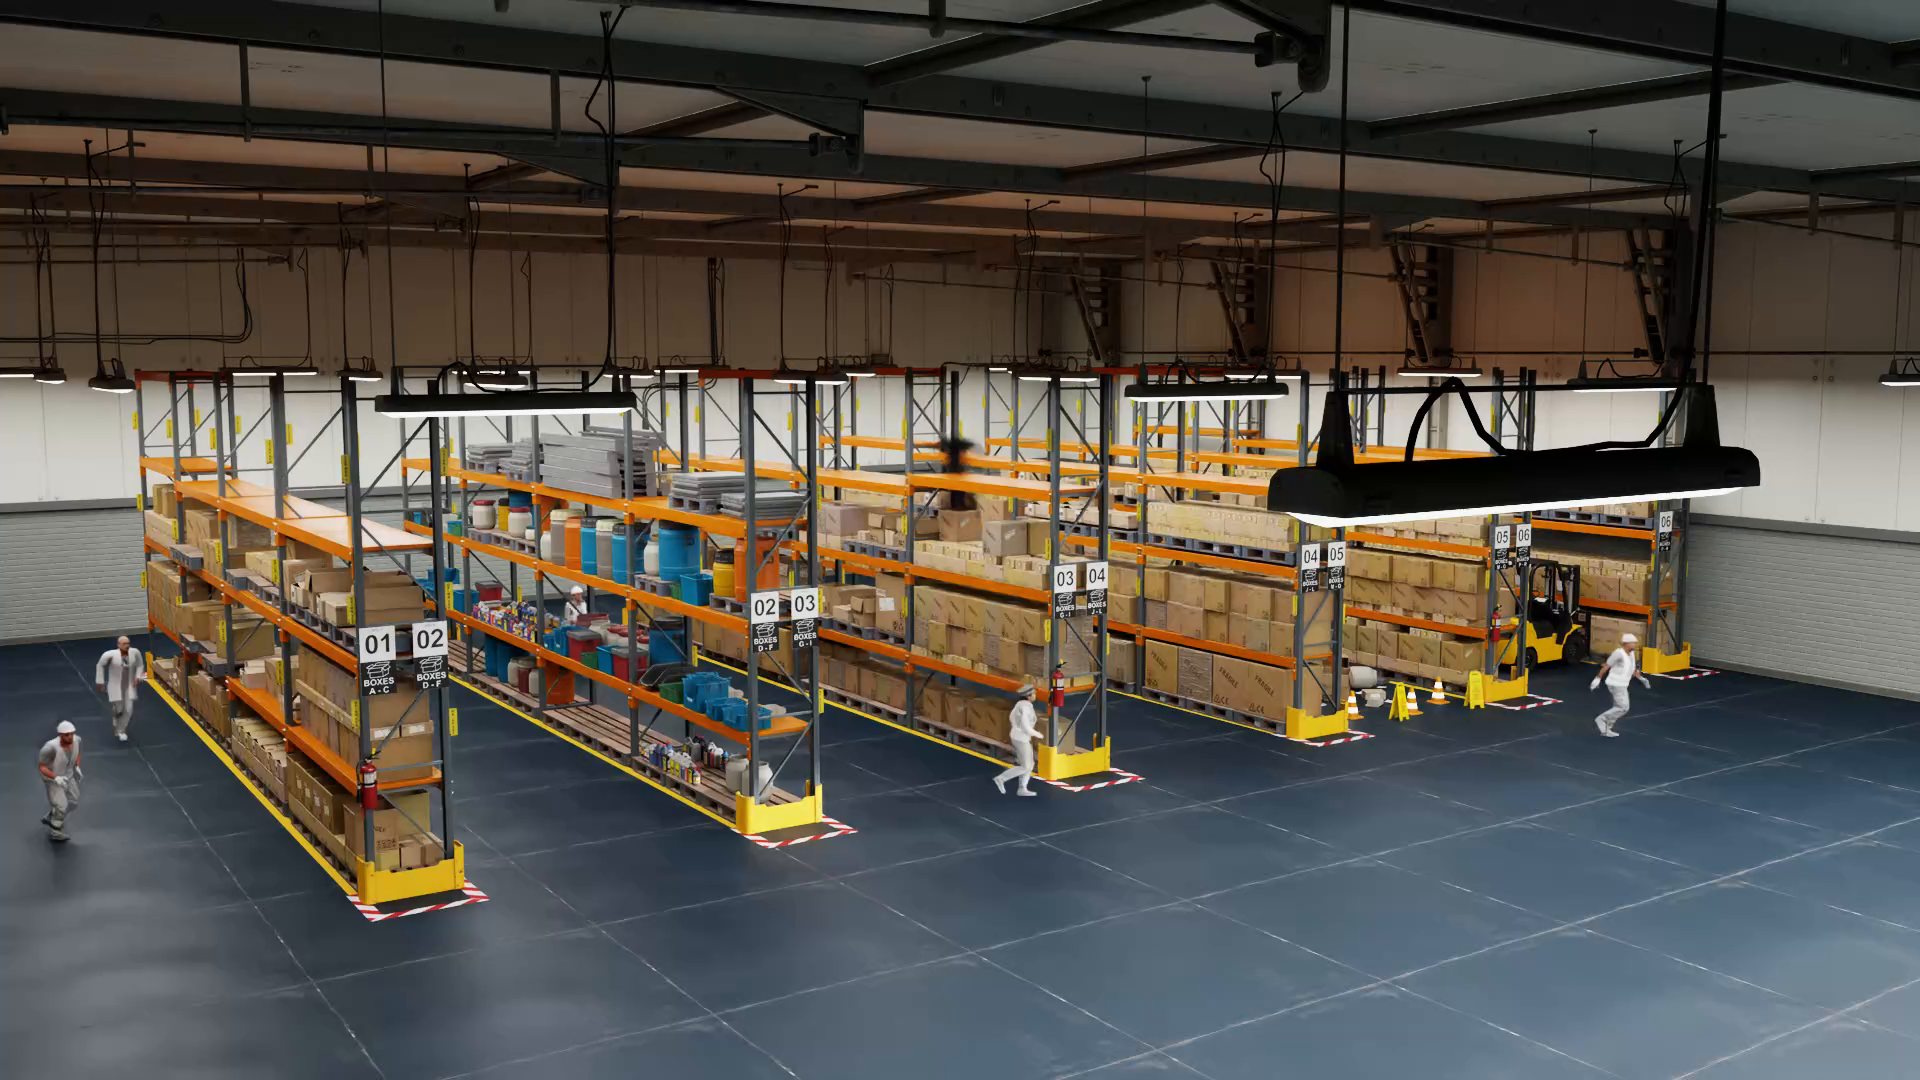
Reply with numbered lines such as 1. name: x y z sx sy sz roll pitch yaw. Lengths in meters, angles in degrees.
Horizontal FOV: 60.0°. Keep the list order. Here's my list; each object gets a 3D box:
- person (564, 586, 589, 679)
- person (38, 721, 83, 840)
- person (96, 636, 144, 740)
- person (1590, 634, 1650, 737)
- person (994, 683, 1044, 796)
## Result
1. person: -7.440 1.802 32.412 0.615 1.825 0.833 -5 8 -37
2. person: -11.676 3.098 21.520 0.915 1.618 0.636 3 7 22
3. person: -13.795 2.406 27.333 0.705 1.712 0.719 6 9 44
4. person: 10.854 2.390 27.306 0.817 1.724 0.680 5 8 37
5. person: 0.828 2.858 23.709 0.719 1.643 0.609 -1 6 -7
